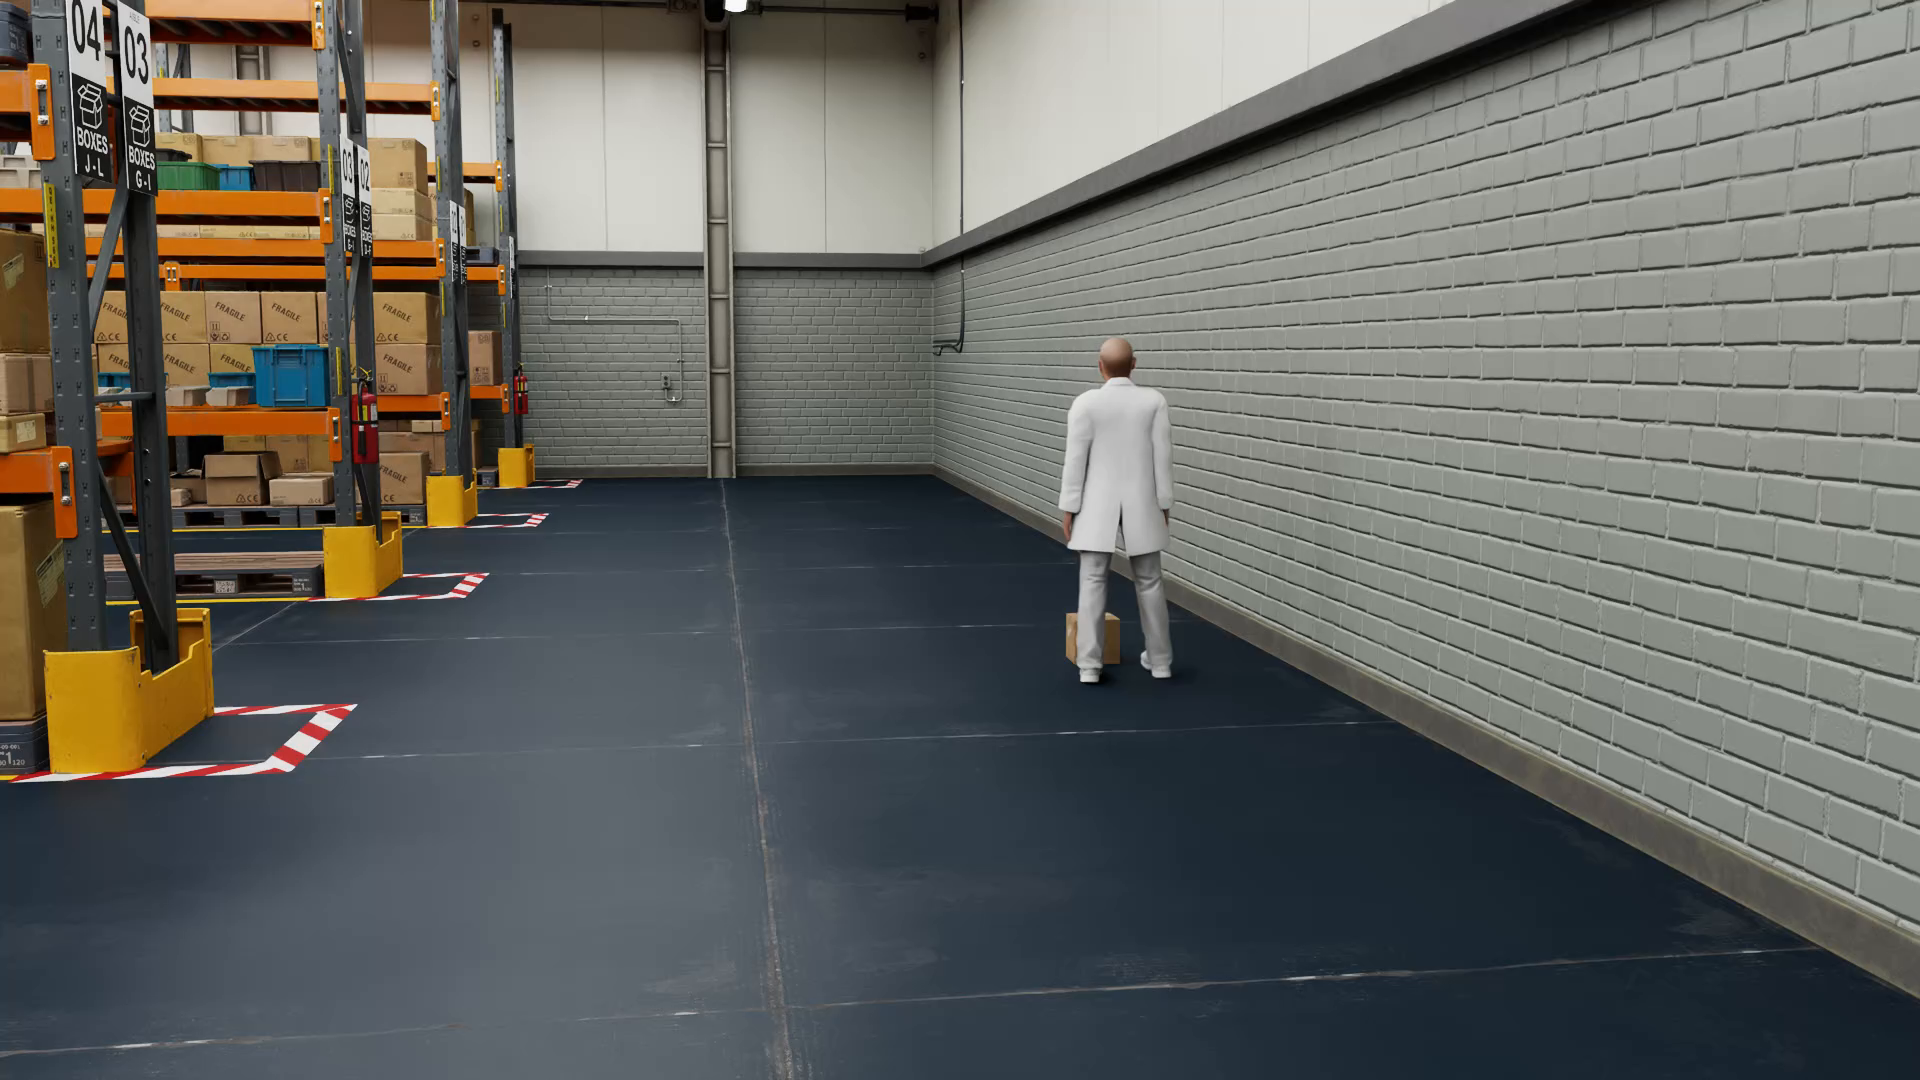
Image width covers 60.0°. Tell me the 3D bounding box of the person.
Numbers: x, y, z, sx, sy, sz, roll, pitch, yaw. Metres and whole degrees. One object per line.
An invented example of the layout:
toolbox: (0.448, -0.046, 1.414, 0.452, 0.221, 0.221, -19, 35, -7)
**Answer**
person: (0.811, -0.166, 8.703, 0.617, 1.776, 0.471, 0, 6, -3)
